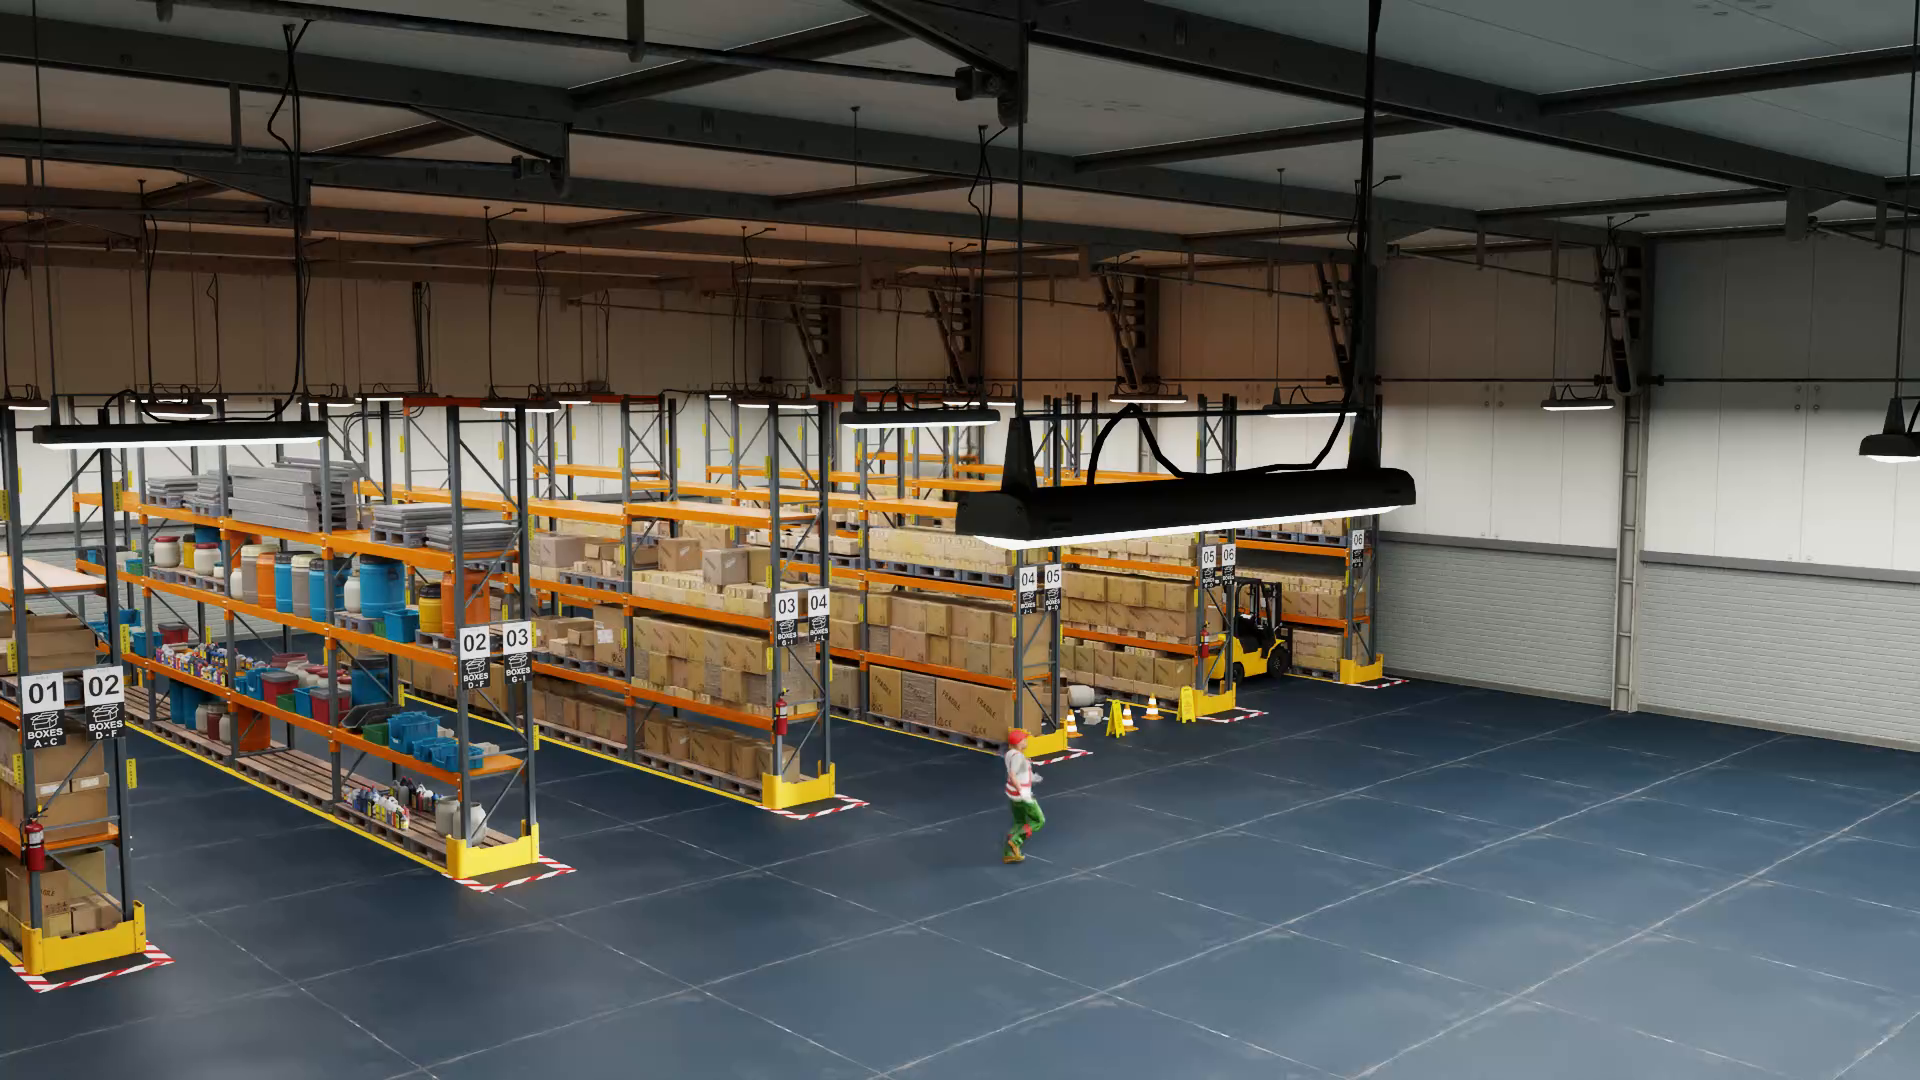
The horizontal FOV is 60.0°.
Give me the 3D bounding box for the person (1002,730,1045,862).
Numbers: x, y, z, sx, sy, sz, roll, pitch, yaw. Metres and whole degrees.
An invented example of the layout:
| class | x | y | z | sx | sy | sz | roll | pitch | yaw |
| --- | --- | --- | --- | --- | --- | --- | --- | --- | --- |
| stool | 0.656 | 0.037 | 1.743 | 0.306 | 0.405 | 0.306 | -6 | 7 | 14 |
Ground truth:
| class | x | y | z | sx | sy | sz | roll | pitch | yaw |
| --- | --- | --- | --- | --- | --- | --- | --- | --- | --- |
| person | 0.840 | 3.344 | 21.785 | 0.603 | 1.739 | 0.664 | -2 | 6 | -18 |
